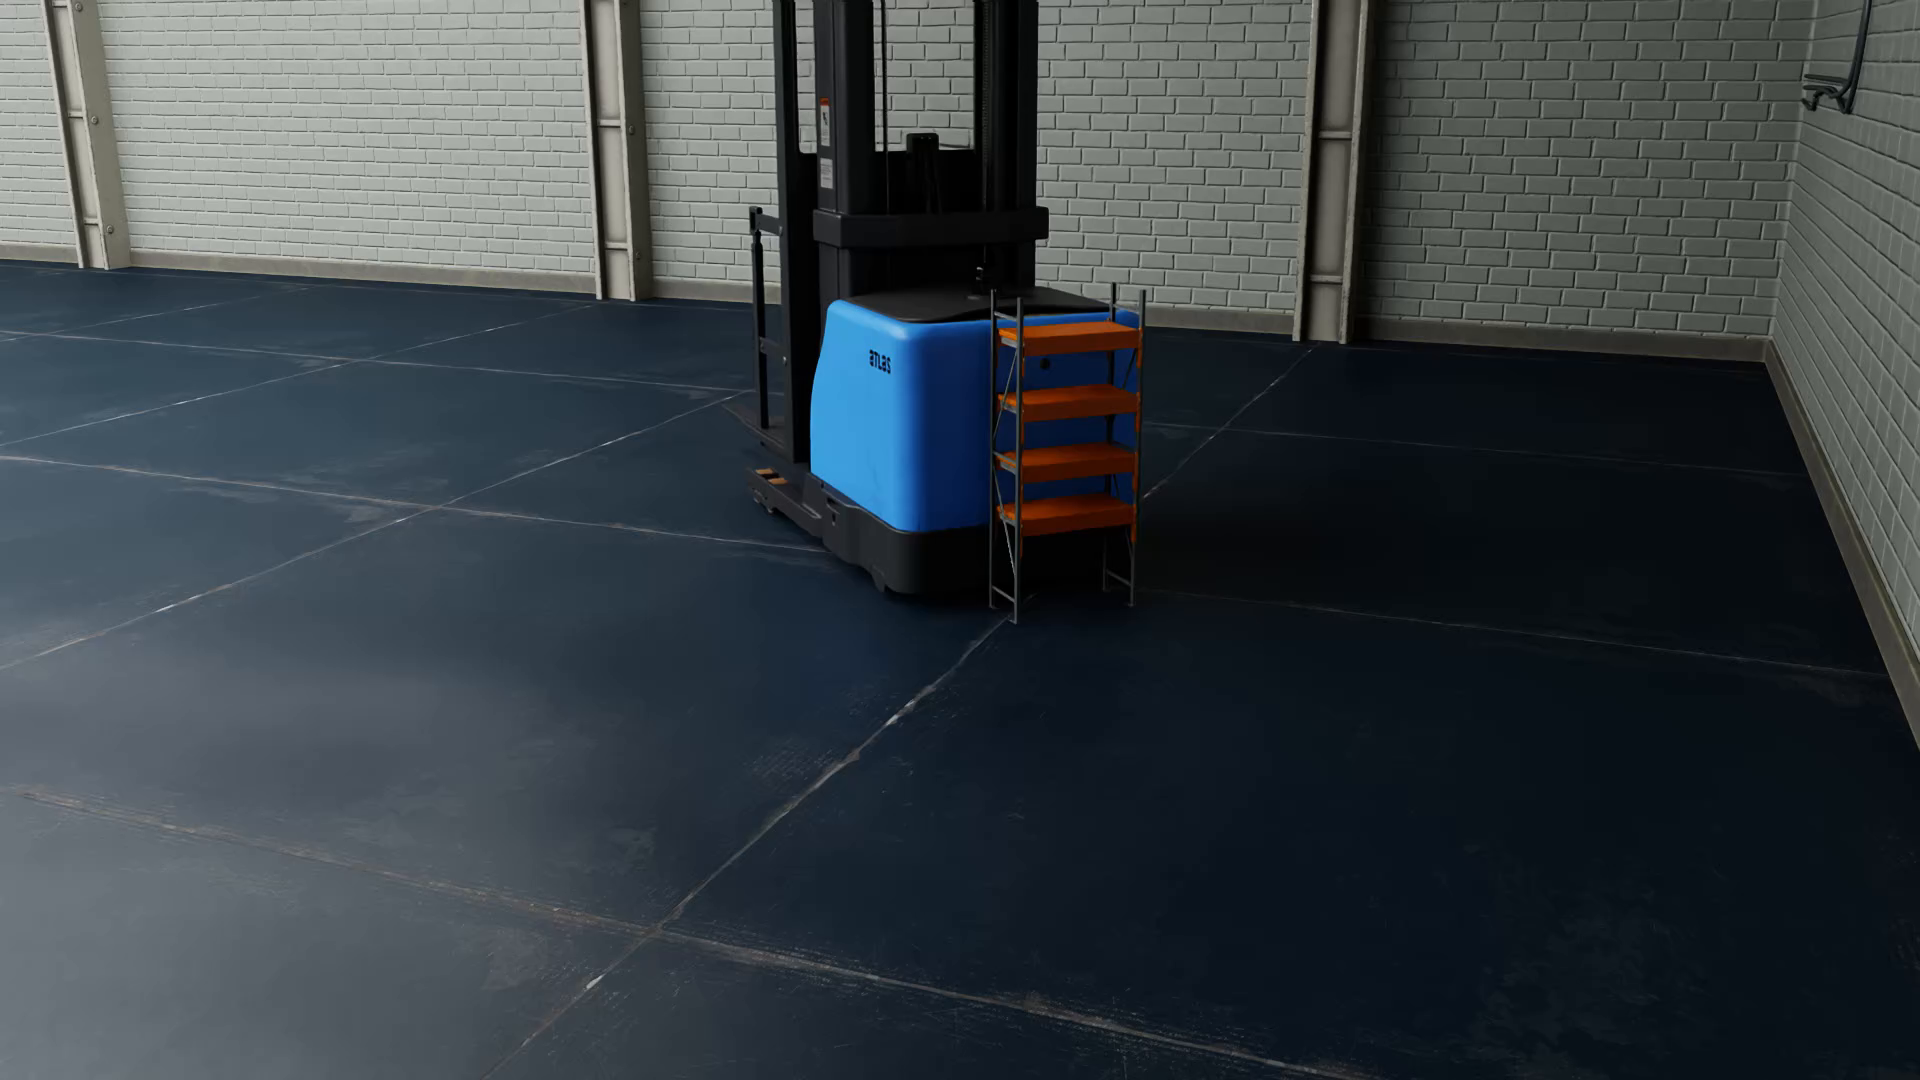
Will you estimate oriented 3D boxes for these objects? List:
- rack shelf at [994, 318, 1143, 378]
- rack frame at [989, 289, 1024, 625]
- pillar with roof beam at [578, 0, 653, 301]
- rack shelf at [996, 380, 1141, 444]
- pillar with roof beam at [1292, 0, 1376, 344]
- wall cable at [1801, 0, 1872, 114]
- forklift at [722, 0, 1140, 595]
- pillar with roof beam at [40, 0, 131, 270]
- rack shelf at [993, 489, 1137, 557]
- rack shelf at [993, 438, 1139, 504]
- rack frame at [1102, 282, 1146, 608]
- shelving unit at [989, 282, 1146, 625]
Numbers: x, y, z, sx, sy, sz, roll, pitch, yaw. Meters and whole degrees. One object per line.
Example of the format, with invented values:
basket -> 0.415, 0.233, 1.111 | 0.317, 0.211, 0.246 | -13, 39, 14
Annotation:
rack shelf -> 0.389, -0.699, 6.019 | 0.480, 0.148, 0.258 | -7, 18, -23
rack frame -> 0.166, -0.294, 6.034 | 0.015, 1.200, 0.240 | -7, 18, -23
pillar with roof beam -> -4.477, -5.304, 9.304 | 0.400, 9.000, 9.100 | 6, 17, 21
rack shelf -> 0.389, -0.472, 6.085 | 0.480, 0.148, 0.258 | -7, 18, -23
pillar with roof beam -> 1.105, -4.690, 7.189 | 0.400, 9.000, 9.100 | 6, 17, 21
wall cable -> 4.939, -3.671, 9.249 | 0.112, 2.526, 3.097 | 6, 17, 21
forklift -> -0.348, -1.569, 7.322 | 1.130, 2.935, 3.031 | -7, 18, -23
pillar with roof beam -> -10.059, -5.918, 11.418 | 0.400, 9.000, 9.100 | 6, 17, 21
rack shelf -> 0.388, -0.067, 6.204 | 0.480, 0.148, 0.258 | -7, 18, -23
rack shelf -> 0.389, -0.257, 6.148 | 0.480, 0.148, 0.258 | -7, 18, -23
rack frame -> 0.612, -0.349, 6.224 | 0.015, 1.200, 0.240 | -7, 18, -23
shelving unit -> 0.389, -0.322, 6.129 | 0.503, 1.200, 0.258 | -7, 18, -23
